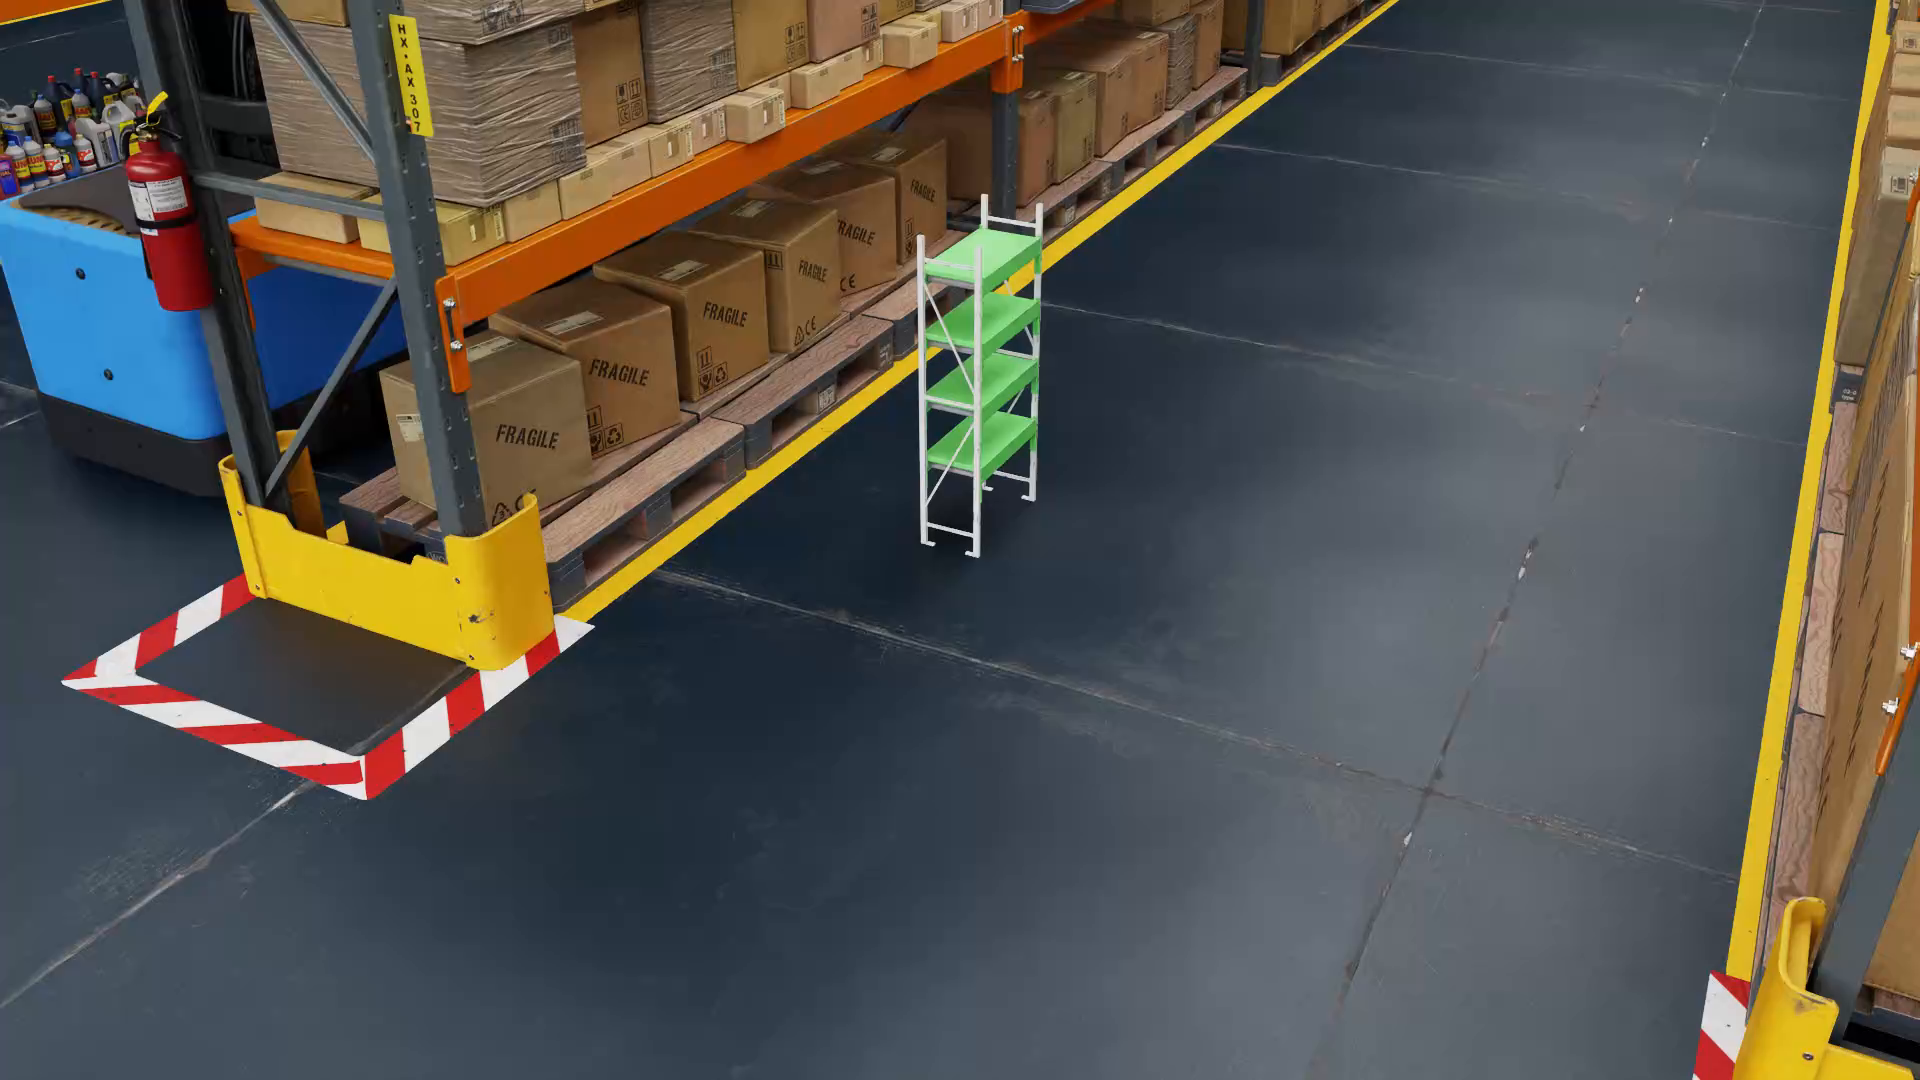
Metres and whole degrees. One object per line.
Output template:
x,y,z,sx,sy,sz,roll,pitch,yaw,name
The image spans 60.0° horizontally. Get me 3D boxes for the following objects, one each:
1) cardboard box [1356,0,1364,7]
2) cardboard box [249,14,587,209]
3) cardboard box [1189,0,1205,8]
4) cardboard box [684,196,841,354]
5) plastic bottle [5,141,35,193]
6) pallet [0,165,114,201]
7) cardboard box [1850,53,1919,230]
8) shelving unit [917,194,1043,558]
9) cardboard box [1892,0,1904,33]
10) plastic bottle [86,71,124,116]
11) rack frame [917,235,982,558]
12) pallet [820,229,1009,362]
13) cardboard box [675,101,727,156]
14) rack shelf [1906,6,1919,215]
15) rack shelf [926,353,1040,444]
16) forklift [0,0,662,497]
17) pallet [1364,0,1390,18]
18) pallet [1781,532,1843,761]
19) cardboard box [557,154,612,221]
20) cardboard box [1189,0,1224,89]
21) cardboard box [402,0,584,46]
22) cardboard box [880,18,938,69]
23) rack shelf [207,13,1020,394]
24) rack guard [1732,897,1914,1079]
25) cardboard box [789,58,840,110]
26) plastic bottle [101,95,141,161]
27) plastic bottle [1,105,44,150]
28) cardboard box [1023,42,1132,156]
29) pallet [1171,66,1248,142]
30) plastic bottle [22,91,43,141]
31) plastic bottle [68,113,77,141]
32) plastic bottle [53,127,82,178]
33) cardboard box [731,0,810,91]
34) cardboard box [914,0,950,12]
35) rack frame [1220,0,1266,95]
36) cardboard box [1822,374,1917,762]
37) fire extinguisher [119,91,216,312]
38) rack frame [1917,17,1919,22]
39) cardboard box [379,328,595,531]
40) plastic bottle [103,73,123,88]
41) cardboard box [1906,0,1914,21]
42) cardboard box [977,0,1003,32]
2.783,-4.927,13.529,1.225,0.875,0.875,13,32,22,cardboard box
-1.729,-1.441,5.348,0.875,0.500,0.500,14,33,23,cardboard box
1.362,-3.706,11.006,0.500,0.250,0.500,16,33,25,cardboard box
-0.866,-1.185,7.391,0.500,0.500,0.500,11,32,19,cardboard box
-5.153,-2.047,9.101,0.097,0.271,0.097,0,30,0,plastic bottle
-5.488,-1.887,9.325,1.003,0.211,1.213,14,33,23,pallet
5.257,-1.976,8.516,1.050,0.750,0.750,15,33,24,cardboard box
0.075,-0.594,6.079,0.258,1.200,0.503,14,33,23,shelving unit
7.260,-4.011,12.312,0.500,0.500,0.500,16,33,25,cardboard box
-5.199,-2.673,10.112,0.144,0.351,0.185,14,33,23,plastic bottle
-0.036,-0.486,5.891,0.240,1.200,0.015,14,33,23,rack frame
-0.456,-1.289,8.283,1.003,0.211,1.213,14,33,23,pallet
-1.098,-1.550,6.189,0.380,0.149,0.250,14,33,23,cardboard box
5.099,-2.209,7.807,1.077,0.370,4.000,14,33,23,rack shelf
0.075,-0.538,6.111,0.258,0.148,0.480,14,33,23,rack shelf
-2.566,-2.138,7.030,1.130,2.935,3.031,16,33,25,forklift
3.179,-4.782,14.366,1.003,0.211,1.213,14,33,23,pallet
3.217,0.437,5.277,1.003,0.211,1.213,14,33,23,pallet
-1.403,-1.208,5.594,0.380,0.149,0.250,14,33,23,cardboard box
1.353,-3.383,11.197,0.700,0.500,0.500,13,32,21,cardboard box
-1.510,-1.819,5.002,0.500,0.500,0.500,14,33,23,cardboard box
-0.322,-2.191,7.306,0.380,0.149,0.250,14,33,23,cardboard box
-1.092,-1.606,6.756,1.077,0.370,4.000,14,33,23,rack shelf
2.355,1.234,3.600,1.175,0.500,0.348,14,33,23,rack guard
-0.714,-1.872,6.749,0.380,0.149,0.250,14,33,23,cardboard box
-4.862,-2.391,9.619,0.144,0.351,0.185,14,33,23,plastic bottle
-5.464,-2.379,9.674,0.152,0.276,0.135,14,33,23,plastic bottle
0.606,-2.634,9.892,0.700,0.500,0.500,11,32,19,cardboard box
1.284,-3.022,11.301,1.003,0.211,1.213,14,33,23,pallet
-5.526,-2.530,9.929,0.061,0.283,0.133,16,33,25,plastic bottle
-5.035,-2.314,9.554,0.061,0.283,0.133,14,33,23,plastic bottle
-5.015,-2.181,9.334,0.097,0.271,0.097,0,30,0,plastic bottle
-1.103,-2.121,6.532,0.875,0.500,0.500,14,33,23,cardboard box
-0.441,-2.791,7.699,0.875,0.500,0.500,14,33,23,cardboard box
1.641,-4.577,11.209,1.000,3.000,0.127,14,33,23,rack frame
3.015,0.172,4.650,0.875,0.875,0.875,14,33,23,cardboard box
-2.466,-1.051,5.146,0.296,0.674,0.183,14,33,23,fire extinguisher
6.010,-3.407,9.172,1.000,3.000,0.127,14,33,23,rack frame
-1.704,-0.402,6.027,0.500,0.500,0.500,21,36,32,cardboard box
-5.249,-2.746,10.313,0.152,0.276,0.135,16,33,25,plastic bottle
6.309,-3.420,10.528,0.500,0.250,0.500,15,33,24,cardboard box
-0.018,-2.533,7.902,0.380,0.149,0.250,14,33,23,cardboard box
